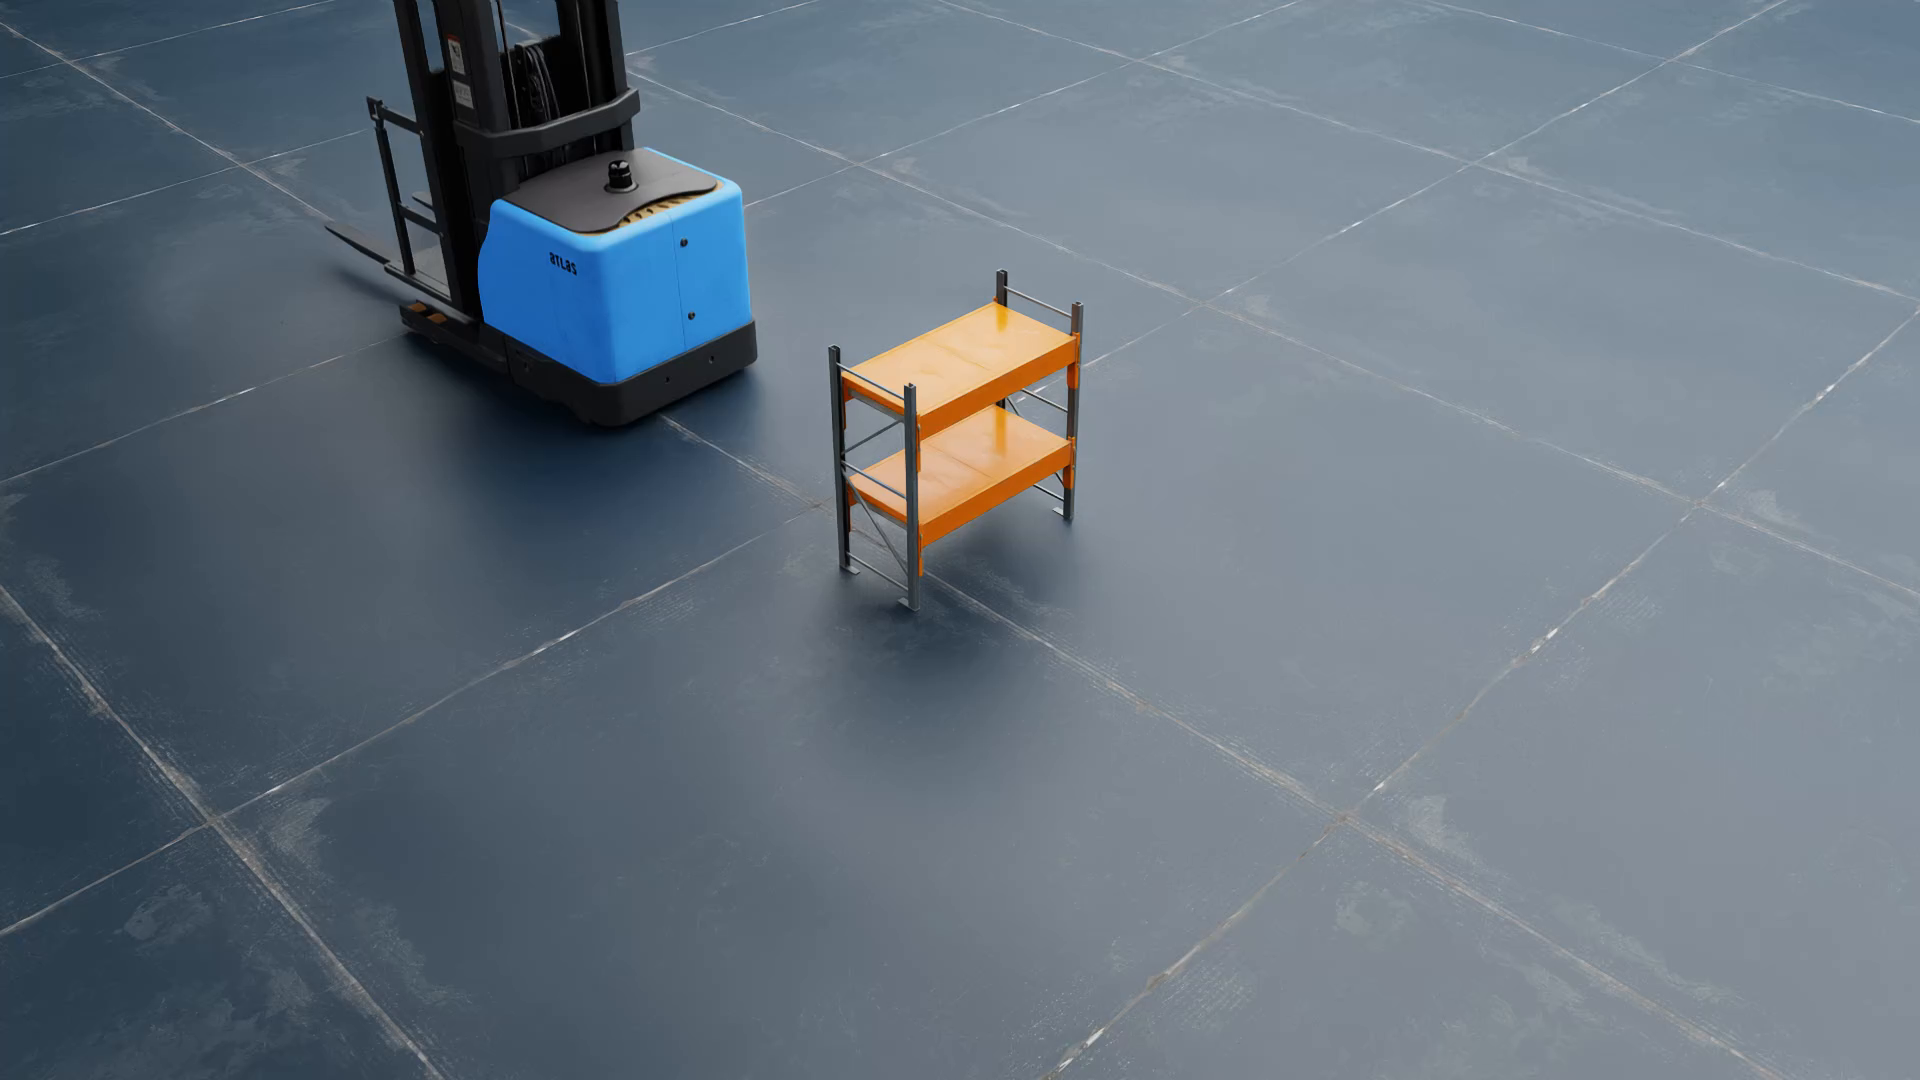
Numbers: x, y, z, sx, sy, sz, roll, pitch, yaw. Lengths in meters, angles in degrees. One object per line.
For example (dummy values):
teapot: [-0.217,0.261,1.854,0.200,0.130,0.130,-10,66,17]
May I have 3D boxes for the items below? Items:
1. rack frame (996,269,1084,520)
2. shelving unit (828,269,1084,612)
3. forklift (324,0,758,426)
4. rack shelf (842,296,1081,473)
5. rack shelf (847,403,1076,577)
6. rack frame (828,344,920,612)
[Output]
rack frame: [0.353,-0.665,7.720,0.500,1.125,0.032,30,45,35]
shelving unit: [-0.005,-0.459,7.424,0.538,1.125,1.048,30,45,35]
forklift: [-2.529,-2.500,8.772,3.031,2.935,1.130,28,43,34]
rack shelf: [-0.005,-0.699,7.257,0.538,0.278,1.000,30,45,35]
rack shelf: [-0.005,-0.258,7.564,0.538,0.278,1.000,30,45,35]
rack frame: [-0.363,-0.252,7.128,0.500,1.125,0.032,30,45,35]
